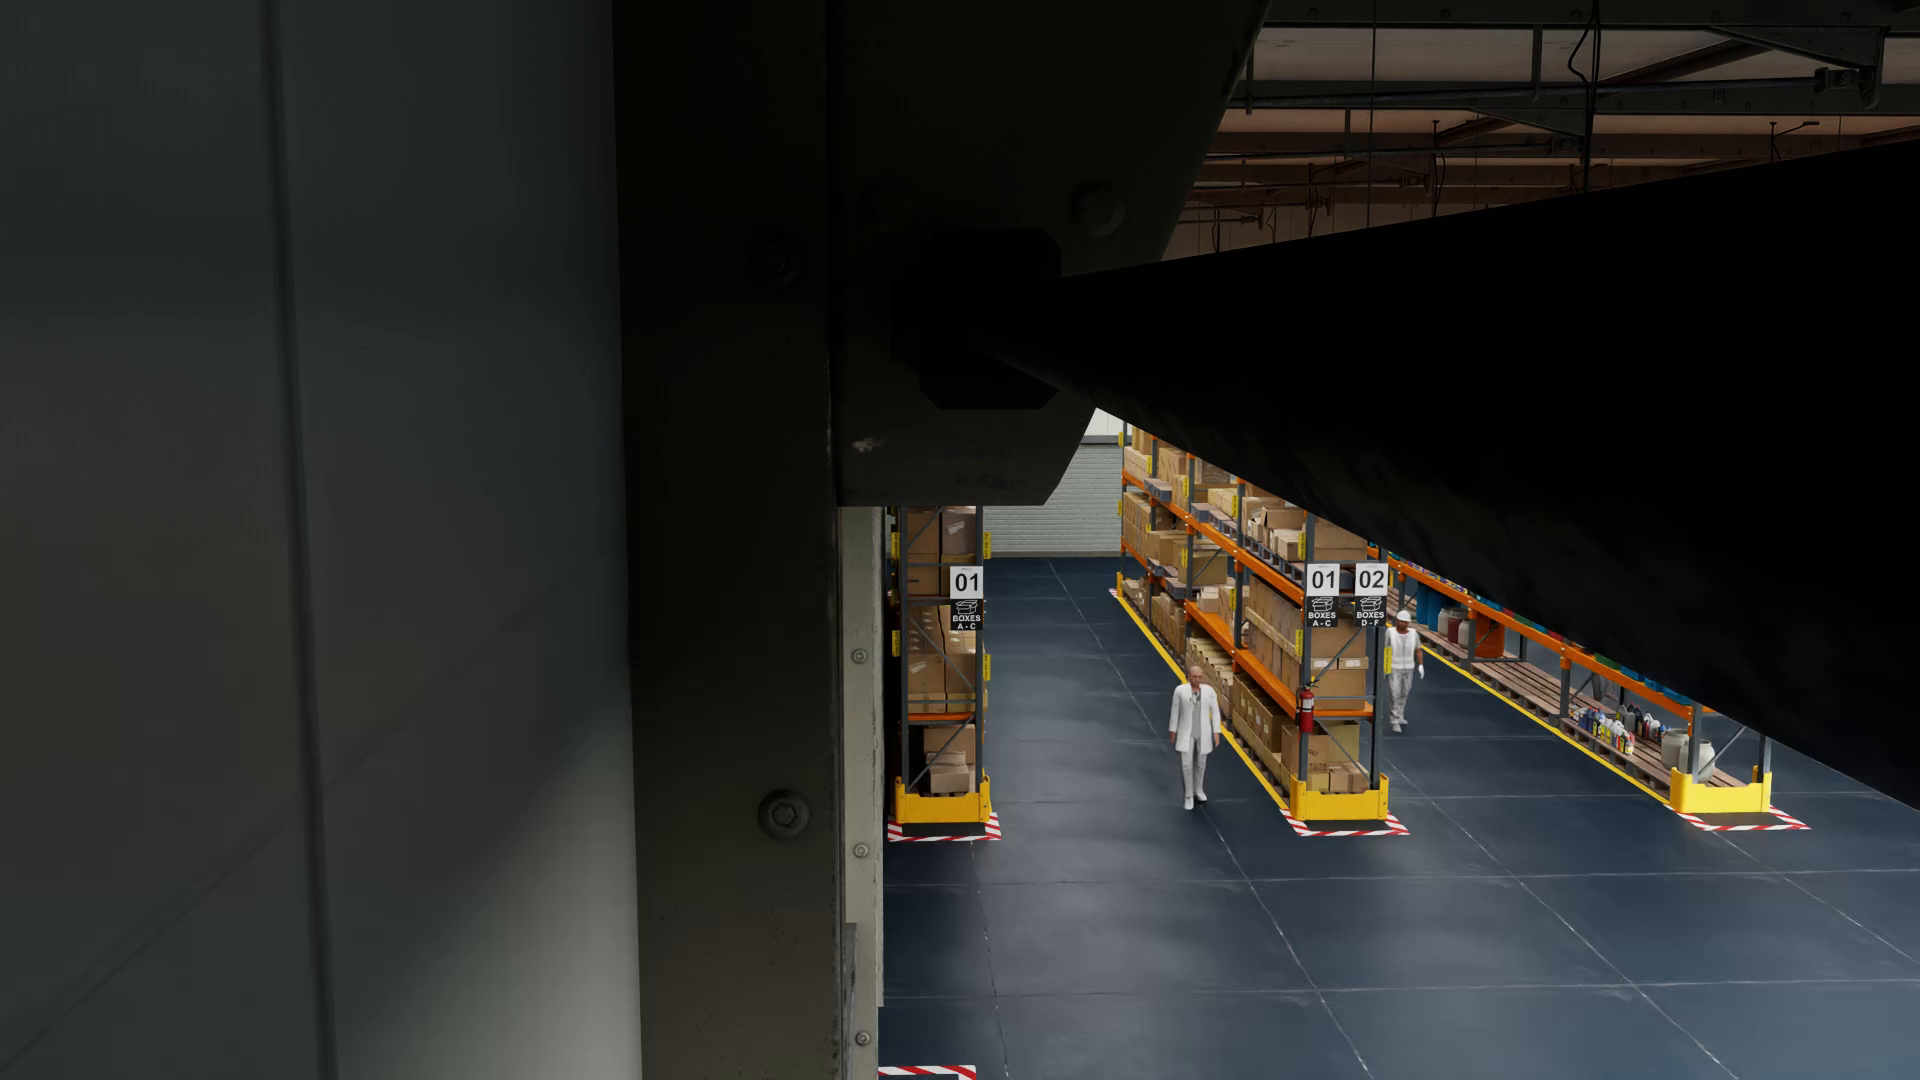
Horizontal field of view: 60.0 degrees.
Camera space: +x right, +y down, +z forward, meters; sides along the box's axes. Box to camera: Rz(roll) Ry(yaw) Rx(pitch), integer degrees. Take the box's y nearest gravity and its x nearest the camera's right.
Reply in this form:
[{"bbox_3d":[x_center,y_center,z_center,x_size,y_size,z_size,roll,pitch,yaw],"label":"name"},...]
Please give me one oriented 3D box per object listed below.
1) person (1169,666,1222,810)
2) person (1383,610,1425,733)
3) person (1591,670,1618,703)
[{"bbox_3d":[2.997,2.509,21.207,0.645,1.848,0.618,0,8,0],"label":"person"},{"bbox_3d":[6.649,1.957,25.019,0.591,1.819,0.601,-1,8,-6],"label":"person"},{"bbox_3d":[10.244,1.801,26.511,0.510,1.656,0.484,2,8,13],"label":"person"}]
